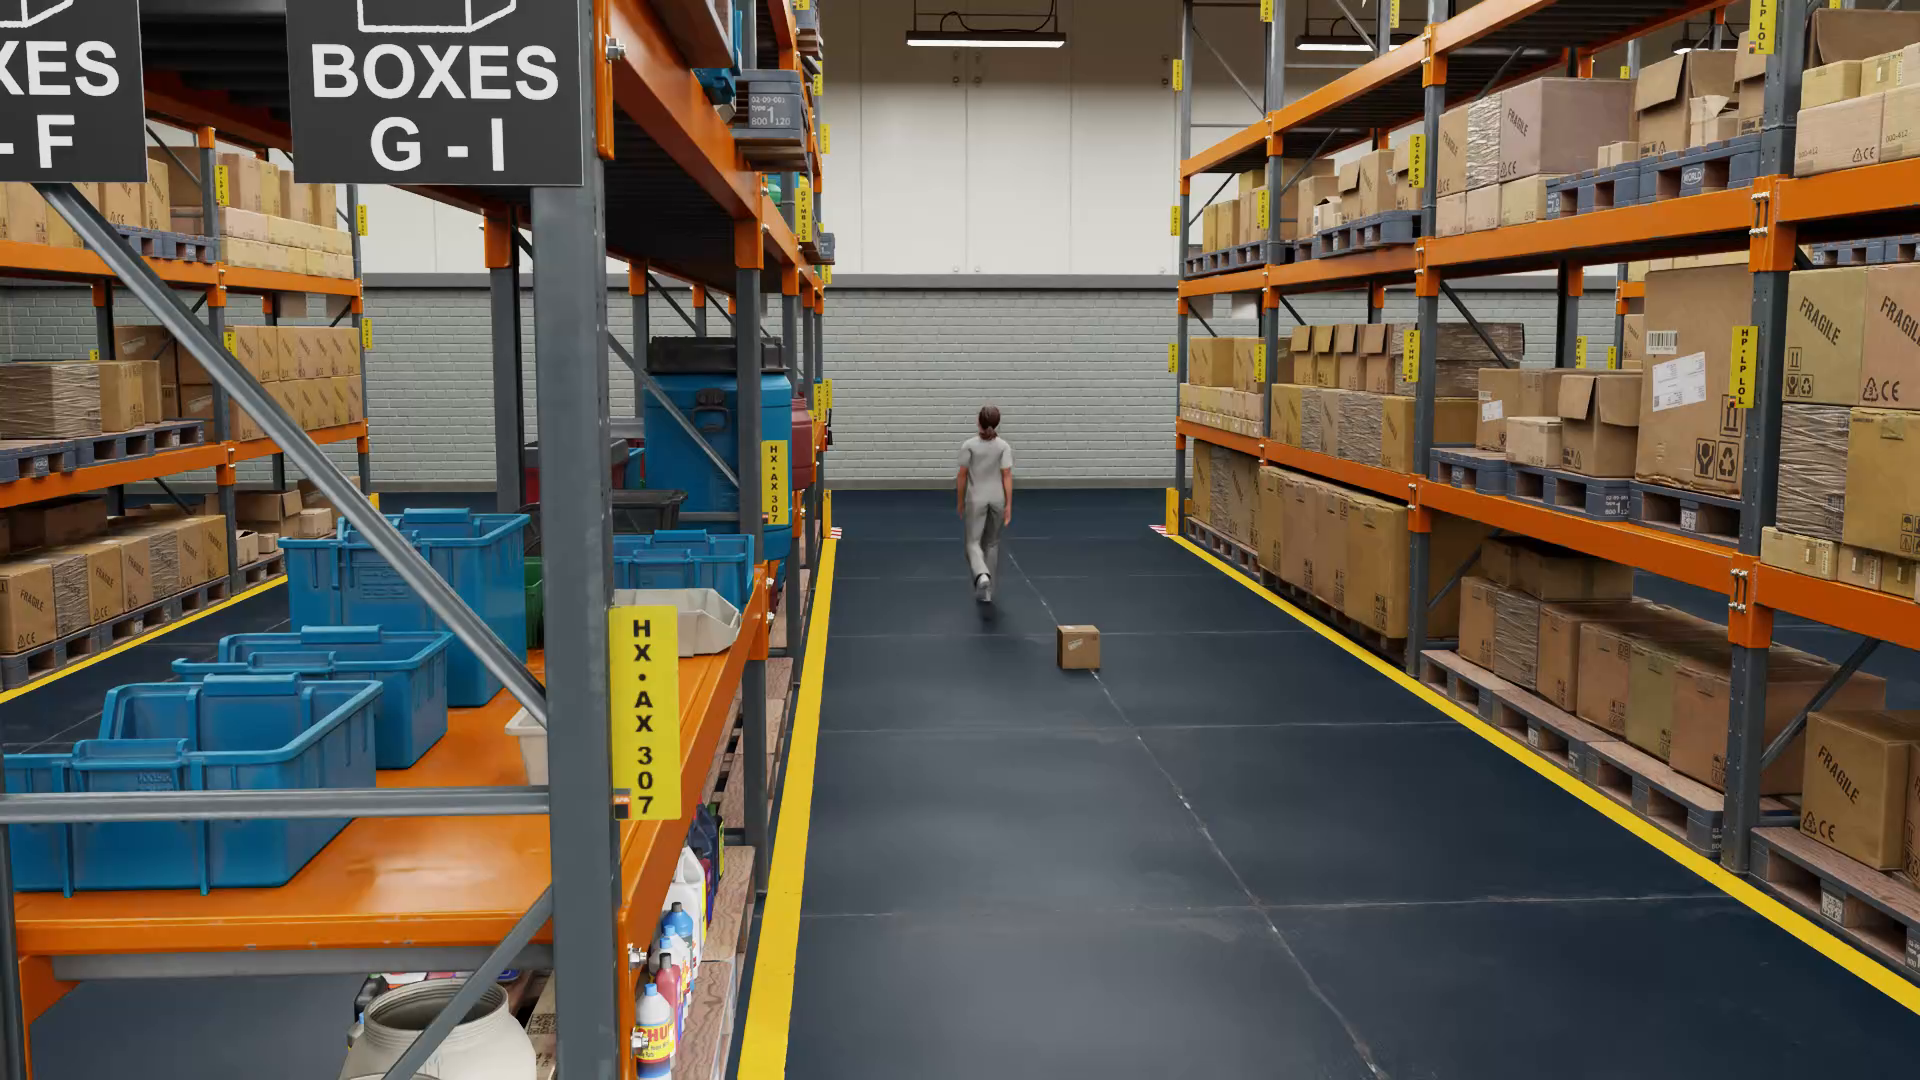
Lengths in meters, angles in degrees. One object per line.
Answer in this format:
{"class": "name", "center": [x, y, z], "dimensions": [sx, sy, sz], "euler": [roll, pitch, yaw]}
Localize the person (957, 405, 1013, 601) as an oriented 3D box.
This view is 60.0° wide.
{"class": "person", "center": [0.205, -0.282, 13.545], "dimensions": [0.452, 1.632, 0.886], "euler": [-1, 7, -7]}
